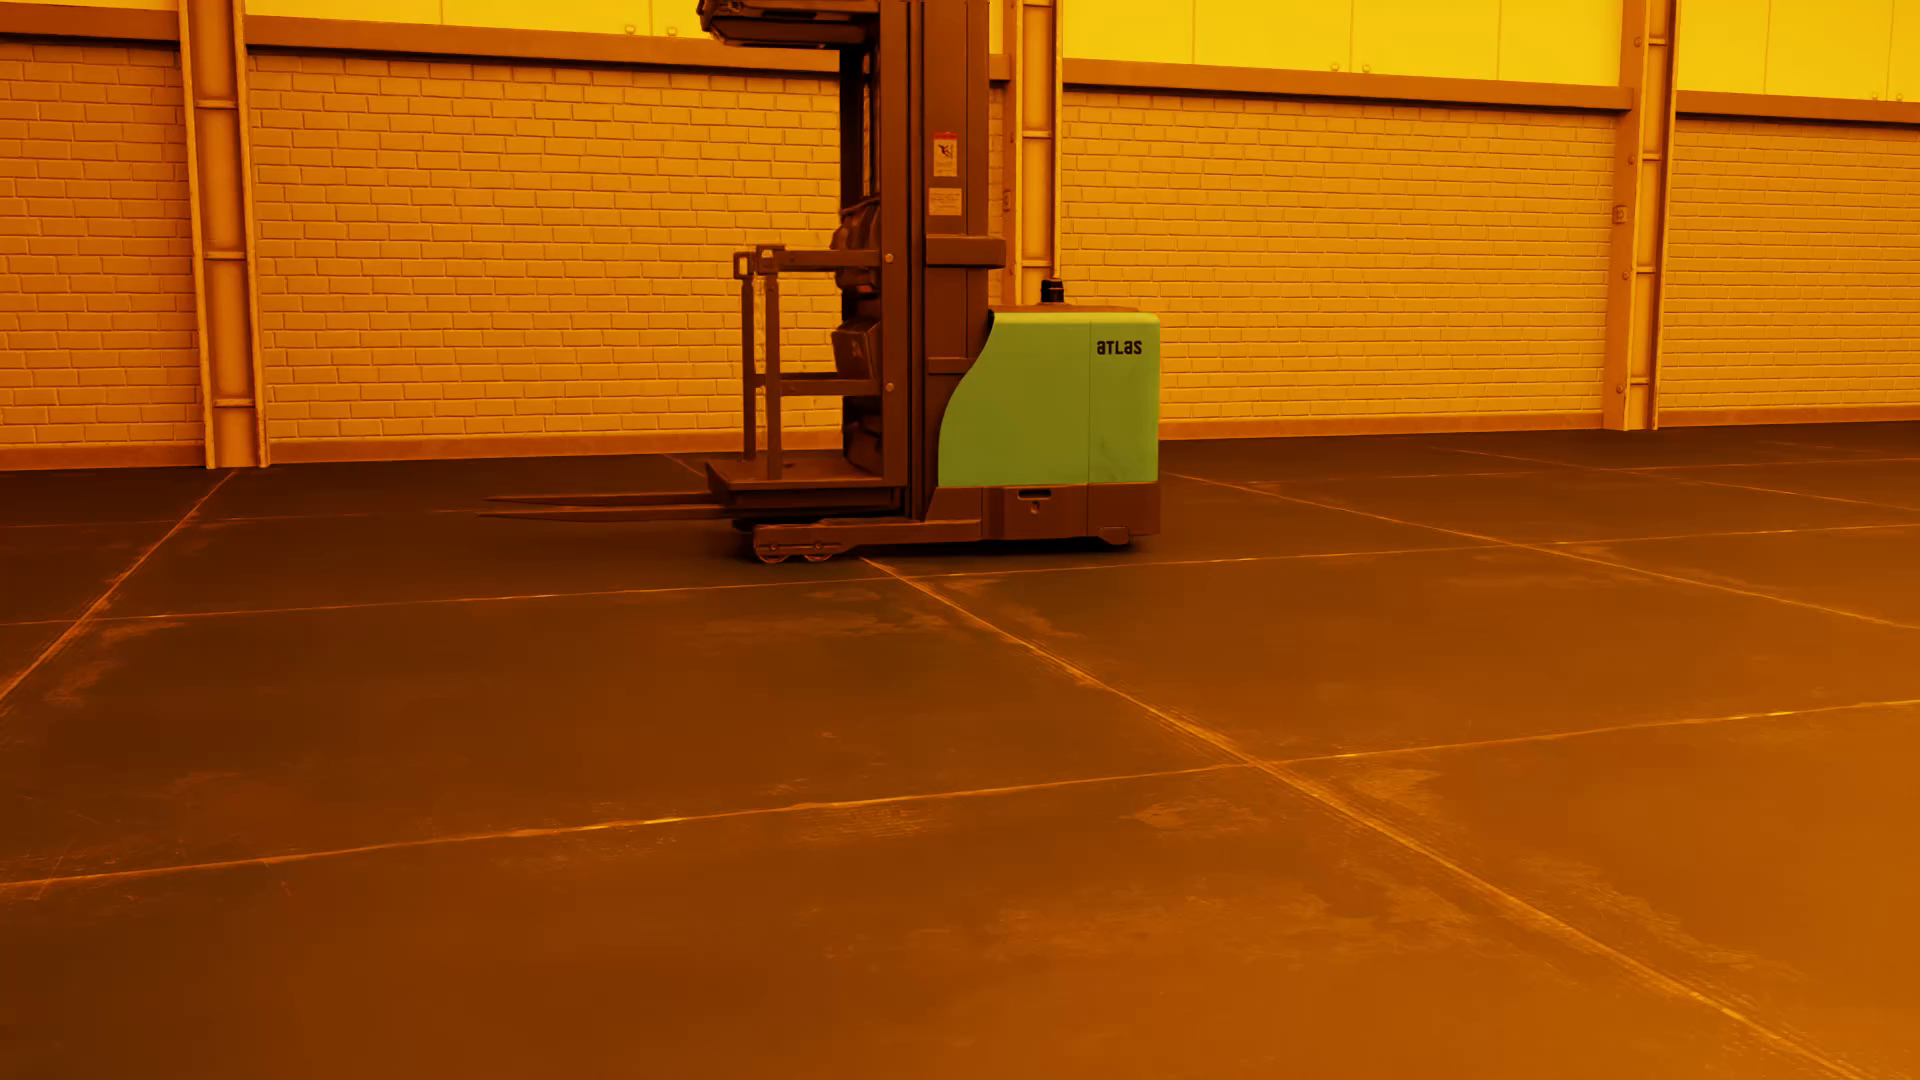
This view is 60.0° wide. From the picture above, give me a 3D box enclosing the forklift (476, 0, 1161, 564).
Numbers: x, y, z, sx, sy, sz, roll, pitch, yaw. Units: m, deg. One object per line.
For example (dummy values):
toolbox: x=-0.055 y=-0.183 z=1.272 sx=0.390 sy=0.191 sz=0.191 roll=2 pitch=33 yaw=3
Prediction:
forklift: x=-0.654 y=-1.428 z=7.549 sx=3.031 sy=2.935 sz=1.130 roll=-2 pitch=8 yaw=-13
